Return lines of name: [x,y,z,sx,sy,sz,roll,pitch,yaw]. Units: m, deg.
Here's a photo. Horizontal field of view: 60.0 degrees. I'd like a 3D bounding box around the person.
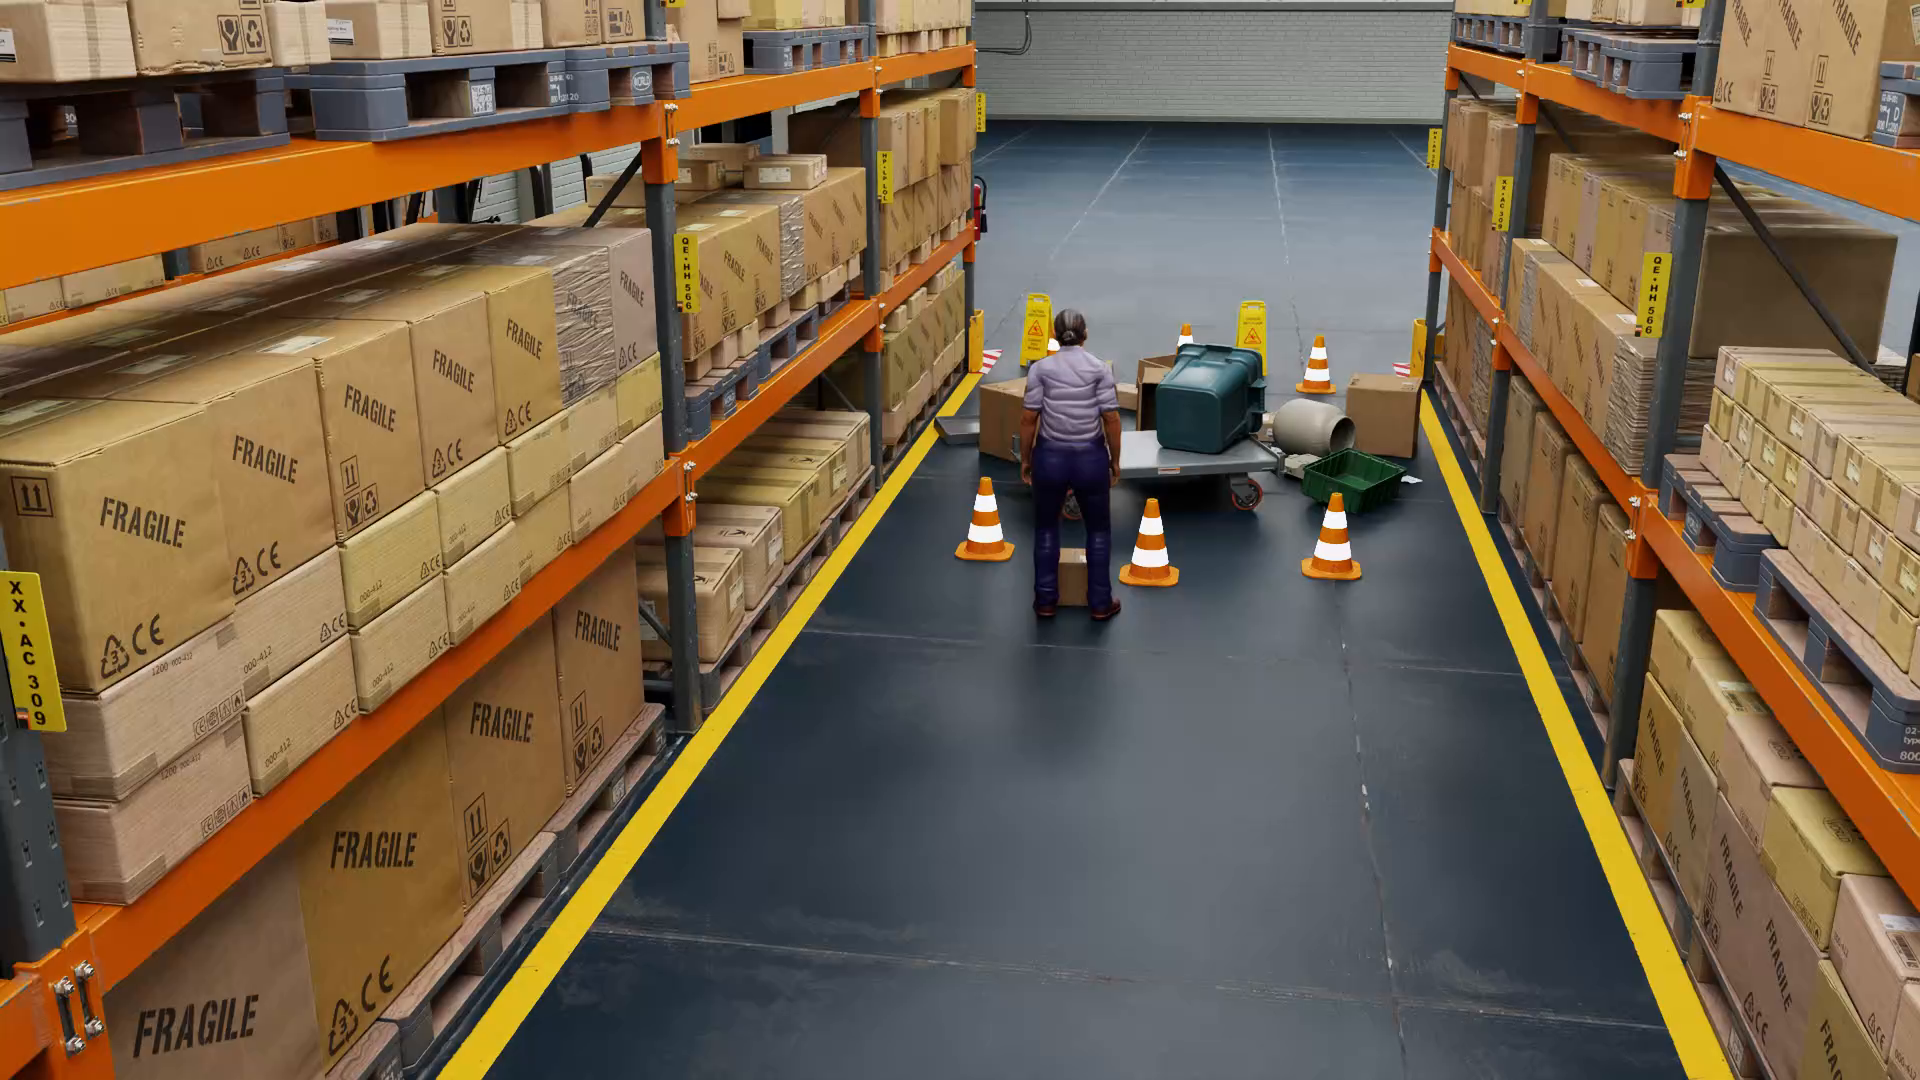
person: [0.592,-0.389,8.762,0.557,1.652,0.364,2,18,7]
